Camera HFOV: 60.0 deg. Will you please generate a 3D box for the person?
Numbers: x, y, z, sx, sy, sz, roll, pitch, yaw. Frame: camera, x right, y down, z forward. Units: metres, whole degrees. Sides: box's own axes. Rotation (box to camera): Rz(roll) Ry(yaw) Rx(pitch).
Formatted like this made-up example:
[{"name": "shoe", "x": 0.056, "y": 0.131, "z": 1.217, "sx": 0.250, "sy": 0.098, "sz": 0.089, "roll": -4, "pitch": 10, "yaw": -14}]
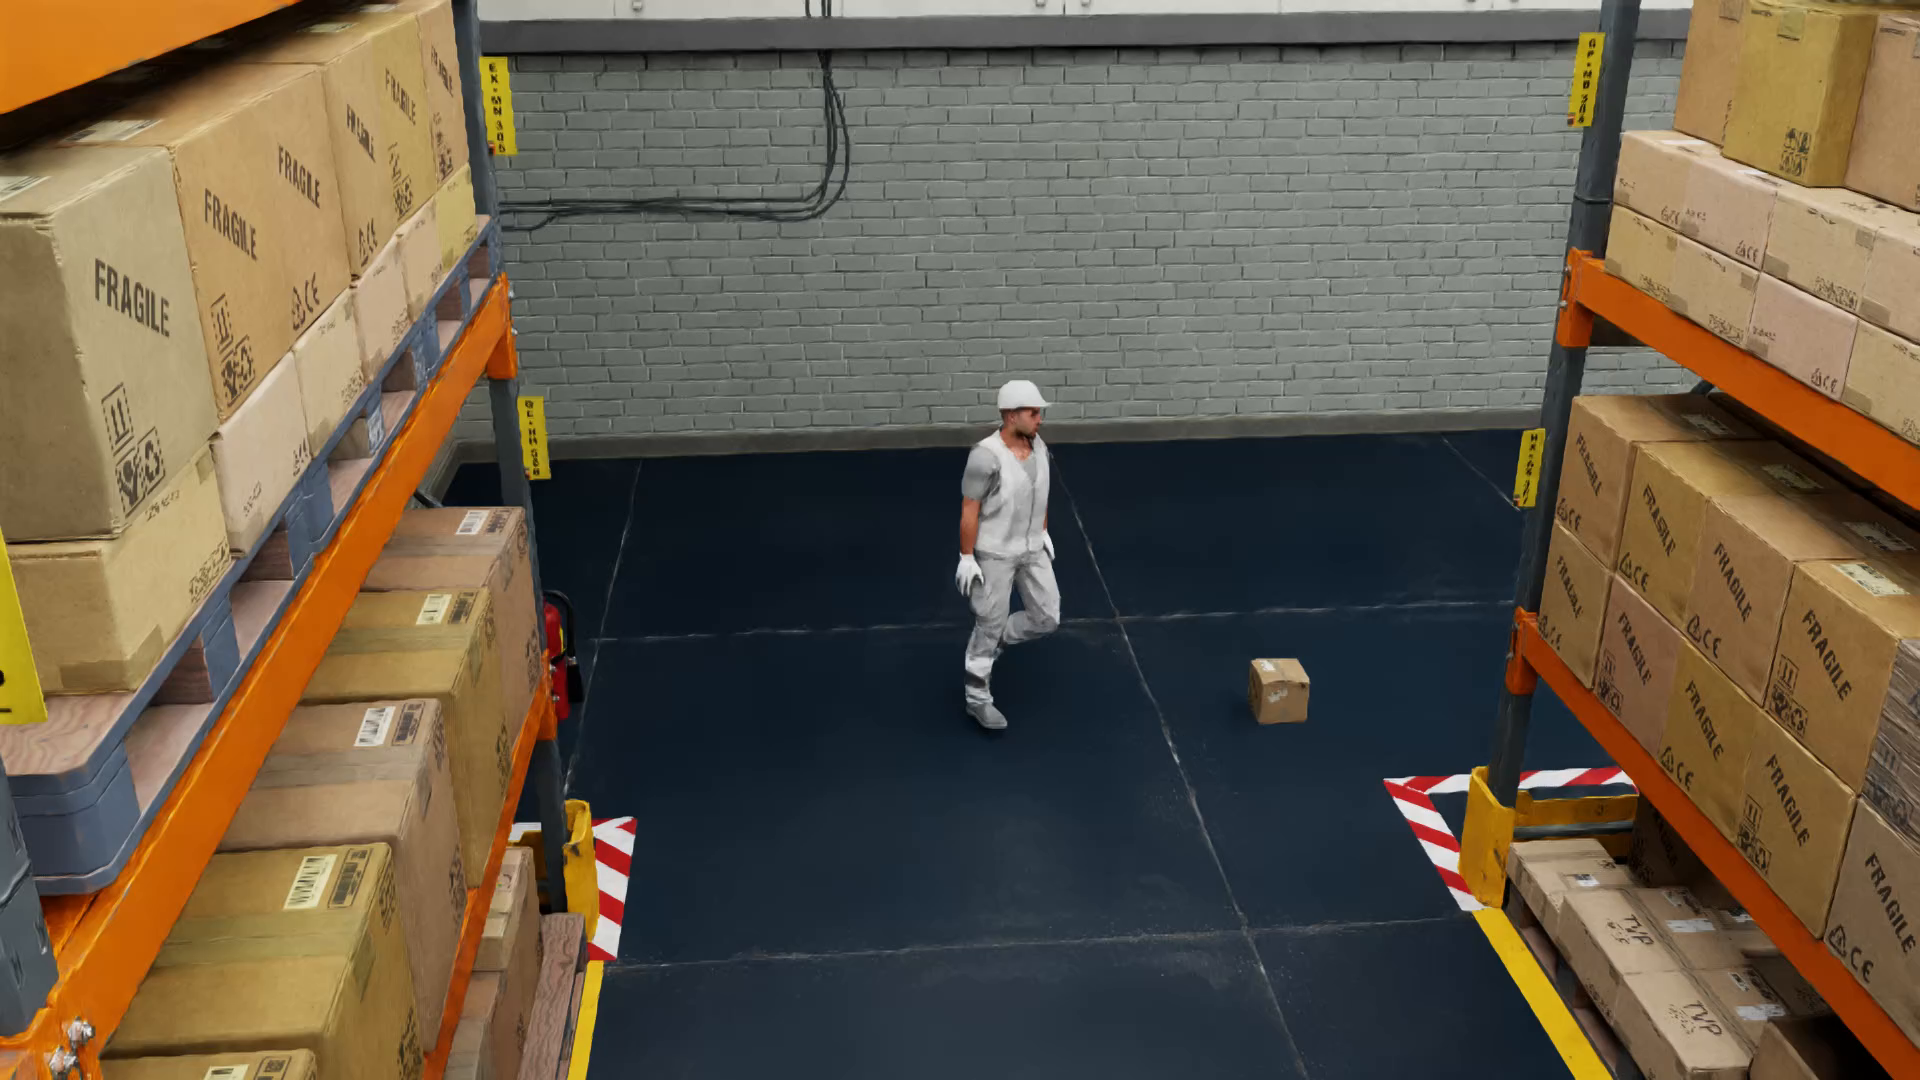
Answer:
[{"name": "person", "x": 0.239, "y": 0.053, "z": 8.413, "sx": 0.677, "sy": 1.771, "sz": 0.518, "roll": -20, "pitch": 30, "yaw": -38}]
